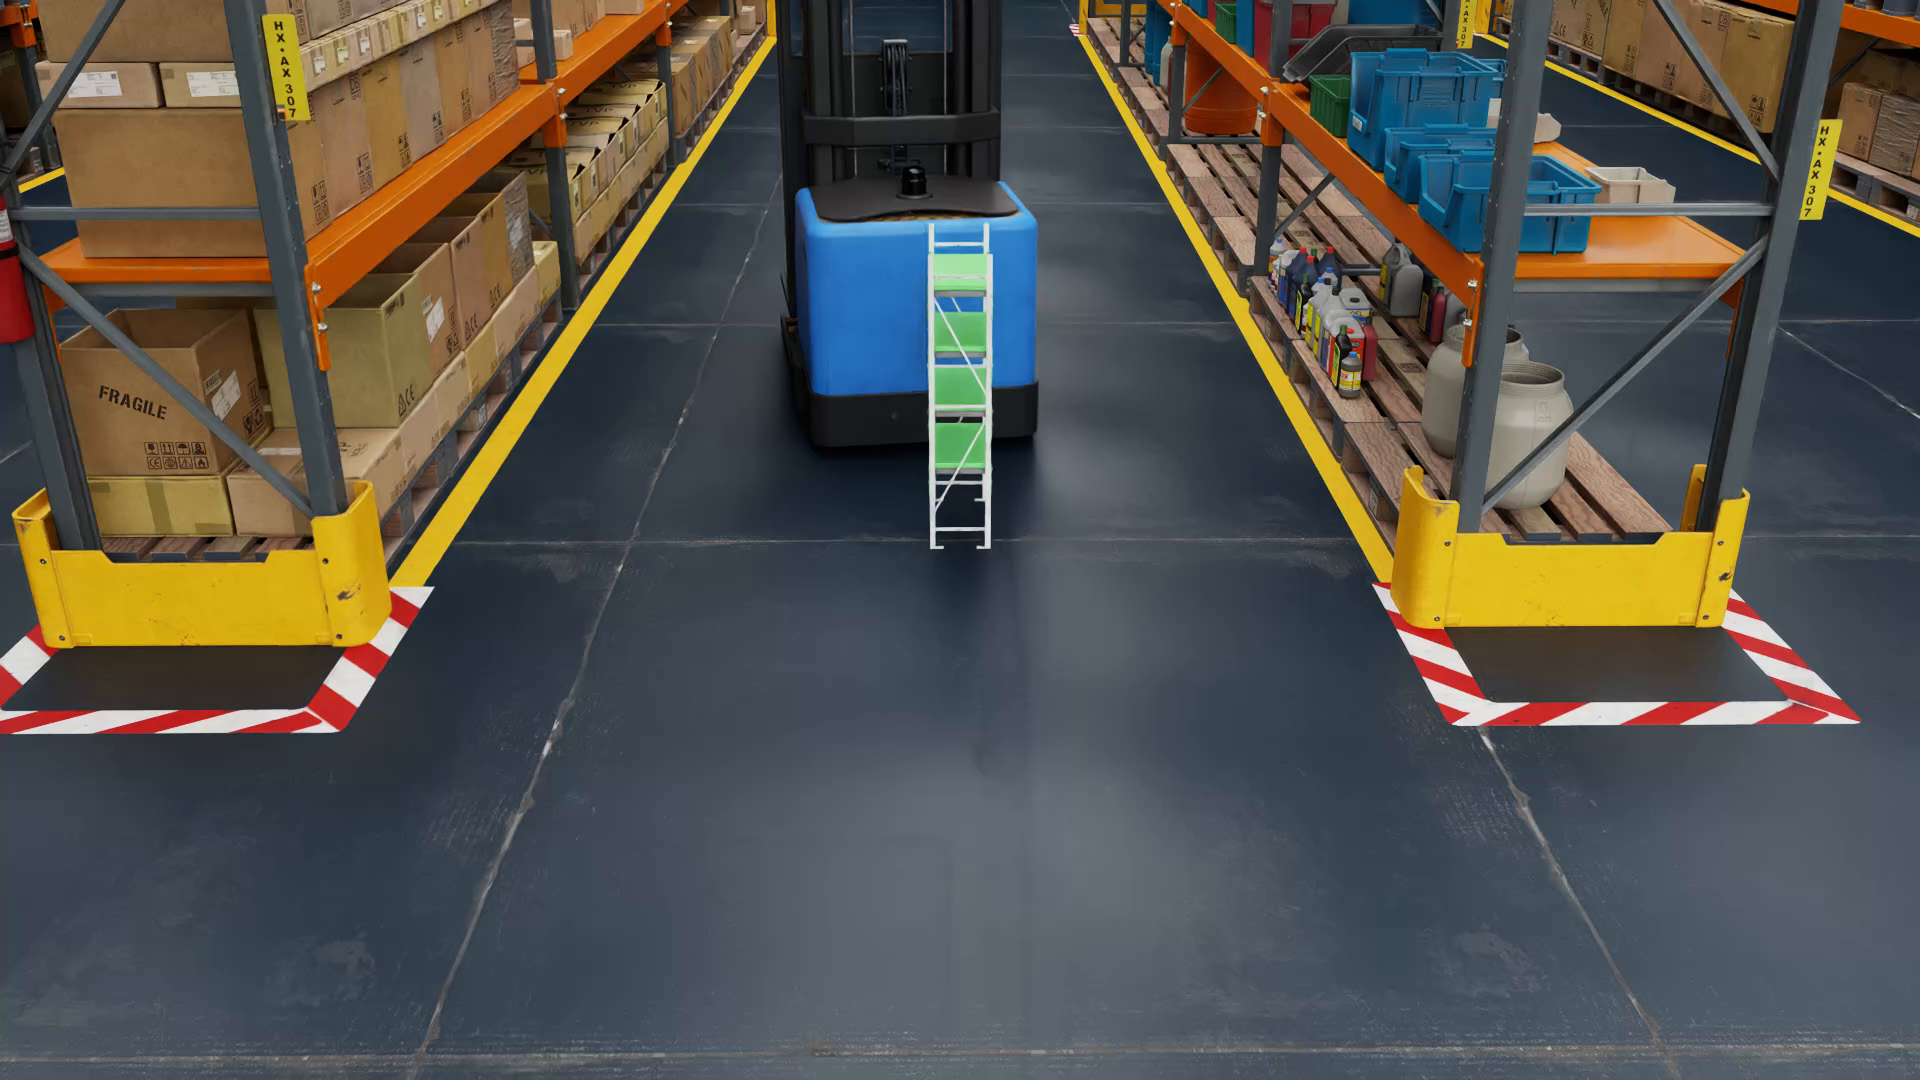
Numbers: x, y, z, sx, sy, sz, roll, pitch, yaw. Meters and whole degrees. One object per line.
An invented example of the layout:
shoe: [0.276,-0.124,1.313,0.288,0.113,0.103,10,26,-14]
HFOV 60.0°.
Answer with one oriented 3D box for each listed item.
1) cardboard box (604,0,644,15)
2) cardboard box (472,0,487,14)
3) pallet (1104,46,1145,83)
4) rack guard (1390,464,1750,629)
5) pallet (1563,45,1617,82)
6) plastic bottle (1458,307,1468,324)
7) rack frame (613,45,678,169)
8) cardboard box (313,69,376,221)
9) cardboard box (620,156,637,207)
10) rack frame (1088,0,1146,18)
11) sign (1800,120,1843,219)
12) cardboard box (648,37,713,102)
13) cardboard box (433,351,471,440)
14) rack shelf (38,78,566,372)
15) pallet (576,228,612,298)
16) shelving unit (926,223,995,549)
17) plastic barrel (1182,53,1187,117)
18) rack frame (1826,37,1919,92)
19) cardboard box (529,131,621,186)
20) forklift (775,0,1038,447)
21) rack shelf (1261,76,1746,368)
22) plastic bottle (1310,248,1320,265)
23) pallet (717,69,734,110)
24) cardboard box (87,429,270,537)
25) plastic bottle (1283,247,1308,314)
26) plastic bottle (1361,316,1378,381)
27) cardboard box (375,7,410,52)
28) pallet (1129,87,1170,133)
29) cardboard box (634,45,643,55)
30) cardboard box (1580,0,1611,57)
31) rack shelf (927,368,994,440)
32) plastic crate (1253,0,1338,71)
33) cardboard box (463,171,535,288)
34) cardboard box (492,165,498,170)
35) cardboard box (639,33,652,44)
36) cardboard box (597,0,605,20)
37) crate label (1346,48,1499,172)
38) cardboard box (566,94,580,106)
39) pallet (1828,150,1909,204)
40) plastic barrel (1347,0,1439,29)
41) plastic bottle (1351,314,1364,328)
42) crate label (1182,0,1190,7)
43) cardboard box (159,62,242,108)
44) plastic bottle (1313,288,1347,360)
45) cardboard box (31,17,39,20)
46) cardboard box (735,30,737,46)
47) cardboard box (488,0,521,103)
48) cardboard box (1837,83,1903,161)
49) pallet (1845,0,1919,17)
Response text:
cardboard box: [-2.492,-3.879,11.992,0.380,0.149,0.250,0,24,-1]
cardboard box: [-2.508,-2.627,8.010,0.380,0.149,0.250,0,24,-1]
pallet: [2.084,-5.064,17.691,1.003,0.211,1.213,0,24,-1]
rack guard: [2.214,0.021,6.098,1.175,0.500,0.348,0,24,-1]
pallet: [7.154,-5.097,17.765,1.003,0.211,1.213,0,24,-1]
plastic bottle: [2.546,-1.069,8.336,0.097,0.201,0.097,0,24,0]
rack frame: [-2.779,-4.363,12.757,1.000,3.000,0.127,0,24,-1]
cardboard box: [-2.694,-1.521,6.351,0.700,0.500,0.500,0,24,1]
cardboard box: [-2.509,-2.454,11.364,0.500,0.250,0.500,0,24,0]
rack frame: [2.087,-7.680,20.092,1.000,3.000,0.127,0,24,-1]
sign: [2.812,-1.214,5.459,0.100,0.325,0.005,0,24,-1]
cardboard box: [-2.520,-4.251,15.008,0.500,0.500,0.500,-1,24,-2]
cardboard box: [-2.489,-0.639,7.350,0.500,0.250,0.500,0,24,-1]
rack shelf: [-2.713,-1.563,7.439,1.077,0.370,4.000,0,24,-1]
pallet: [-2.782,-1.748,10.358,1.003,0.211,1.213,0,24,-1]
shelving unit: [-0.002,-0.615,6.654,0.258,1.200,0.503,0,24,-1]
plastic barrel: [2.057,-3.875,14.188,0.421,0.512,0.421,0,24,0]
rack frame: [7.127,-4.406,12.852,1.000,3.000,0.127,0,24,-1]
cardboard box: [-2.497,-2.500,10.784,0.500,0.311,0.500,-1,24,-2]
forklift: [-0.379,-2.332,8.349,1.130,2.935,3.031,-4,25,-8]
rack shelf: [2.240,-1.584,7.484,1.077,0.370,4.000,0,24,-1]
plastic bottle: [1.921,-1.433,9.040,0.061,0.283,0.133,0,24,-1]
pallet: [-2.776,-4.406,16.235,1.003,0.211,1.213,0,24,-1]
cardboard box: [-2.993,-0.225,6.434,0.500,0.250,0.500,0,24,-1]
plastic bottle: [1.812,-1.395,8.874,0.144,0.351,0.185,0,24,1]
plastic bottle: [1.935,-0.910,7.884,0.061,0.283,0.133,0,24,-1]
cardboard box: [-2.496,-2.101,6.847,0.380,0.149,0.250,-1,24,-1]
pallet: [2.114,-3.939,15.204,1.003,0.211,1.213,0,24,-1]
cardboard box: [-3.029,-4.022,14.503,0.500,0.500,0.500,-1,24,-2]
cardboard box: [7.156,-5.550,17.450,0.875,0.875,0.875,0,24,-1]
rack shelf: [-0.002,-0.557,6.680,0.258,0.148,0.480,0,24,-1]
plastic crate: [1.907,-2.963,9.583,0.402,0.464,0.583,0,24,-1]
cardboard box: [-2.518,-1.599,8.562,0.500,0.500,0.500,0,24,-1]
cardboard box: [-3.026,-2.074,9.843,0.500,0.311,0.500,0,24,-1]
cardboard box: [-3.044,-4.595,14.860,0.500,0.250,0.500,-1,24,-2]
cardboard box: [-2.708,-3.723,11.647,0.380,0.149,0.250,2,24,3]
crate label: [1.971,-1.861,7.181,0.502,0.435,0.616,0,24,-1]
cardboard box: [-3.052,-3.124,12.163,0.500,0.311,0.500,-1,24,-2]
pallet: [7.134,-2.814,12.715,1.003,0.211,1.213,0,24,-1]
plastic barrel: [2.517,-3.125,9.410,0.600,0.901,0.708,0,24,-1]
plastic bottle: [1.941,-1.016,8.217,0.097,0.201,0.097,0,24,0]
crate label: [1.804,-4.132,12.450,0.303,0.233,0.416,0,24,-1]
cardboard box: [-2.480,-1.570,5.674,0.380,0.149,0.250,0,24,-1]
plastic bottle: [1.821,-1.065,8.145,0.144,0.351,0.185,1,24,2]
cardboard box: [-7.612,-4.216,14.530,0.750,0.750,0.750,0,24,-1]
cardboard box: [-2.630,-5.451,18.067,0.380,0.166,0.250,0,24,-1]
cardboard box: [-2.724,-2.578,8.688,0.700,0.500,0.500,-1,24,-2]
cardboard box: [7.155,-3.192,12.666,0.700,0.500,0.500,-2,24,-3]
pallet: [7.242,-4.025,12.243,1.213,0.211,1.003,0,24,-1]
